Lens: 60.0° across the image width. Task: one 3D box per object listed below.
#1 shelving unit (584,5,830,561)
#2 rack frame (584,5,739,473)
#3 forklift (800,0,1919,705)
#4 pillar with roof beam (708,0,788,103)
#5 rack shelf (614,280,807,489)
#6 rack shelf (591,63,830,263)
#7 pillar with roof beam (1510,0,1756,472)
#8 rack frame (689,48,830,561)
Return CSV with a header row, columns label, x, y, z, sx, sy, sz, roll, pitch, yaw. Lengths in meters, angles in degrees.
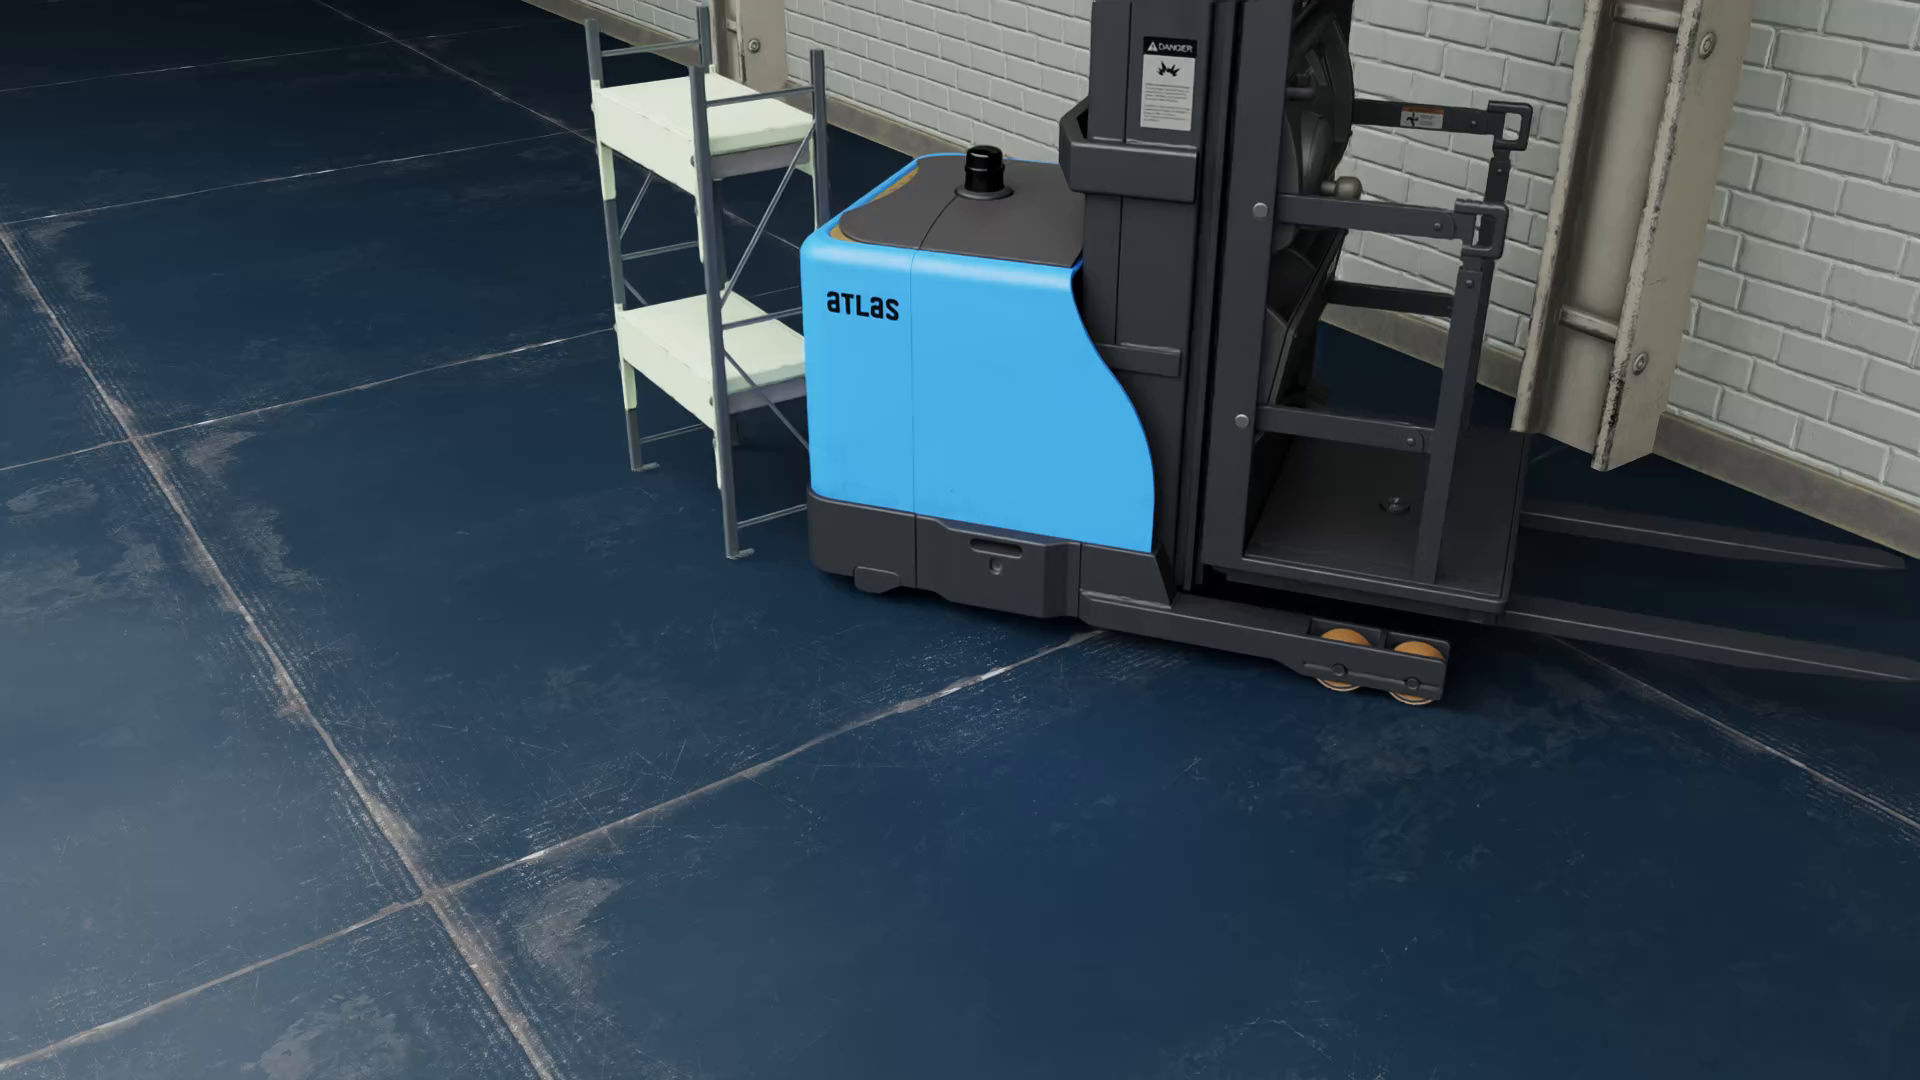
label,x,y,z,sx,sy,sz,roll,pitch,yaw
shelving unit,-0.751,-0.799,5.149,0.431,1.500,0.755,-17,33,-29
rack frame,-0.951,-0.945,5.418,0.400,1.500,0.023,-17,33,-29
forklift,1.120,-1.134,4.267,3.031,2.935,1.130,10,30,17
pillar with roof beam,-4.780,-5.446,5.848,9.100,9.000,0.400,-19,34,-31
rack shelf,-0.751,-0.512,5.305,0.431,0.370,0.720,-17,33,-29
rack shelf,-0.751,-1.142,4.963,0.431,0.370,0.720,-17,33,-29
pillar with roof beam,-1.300,-3.113,1.553,9.100,9.000,0.400,-19,34,-31
rack frame,-0.551,-0.652,4.880,0.400,1.500,0.023,-17,33,-29
